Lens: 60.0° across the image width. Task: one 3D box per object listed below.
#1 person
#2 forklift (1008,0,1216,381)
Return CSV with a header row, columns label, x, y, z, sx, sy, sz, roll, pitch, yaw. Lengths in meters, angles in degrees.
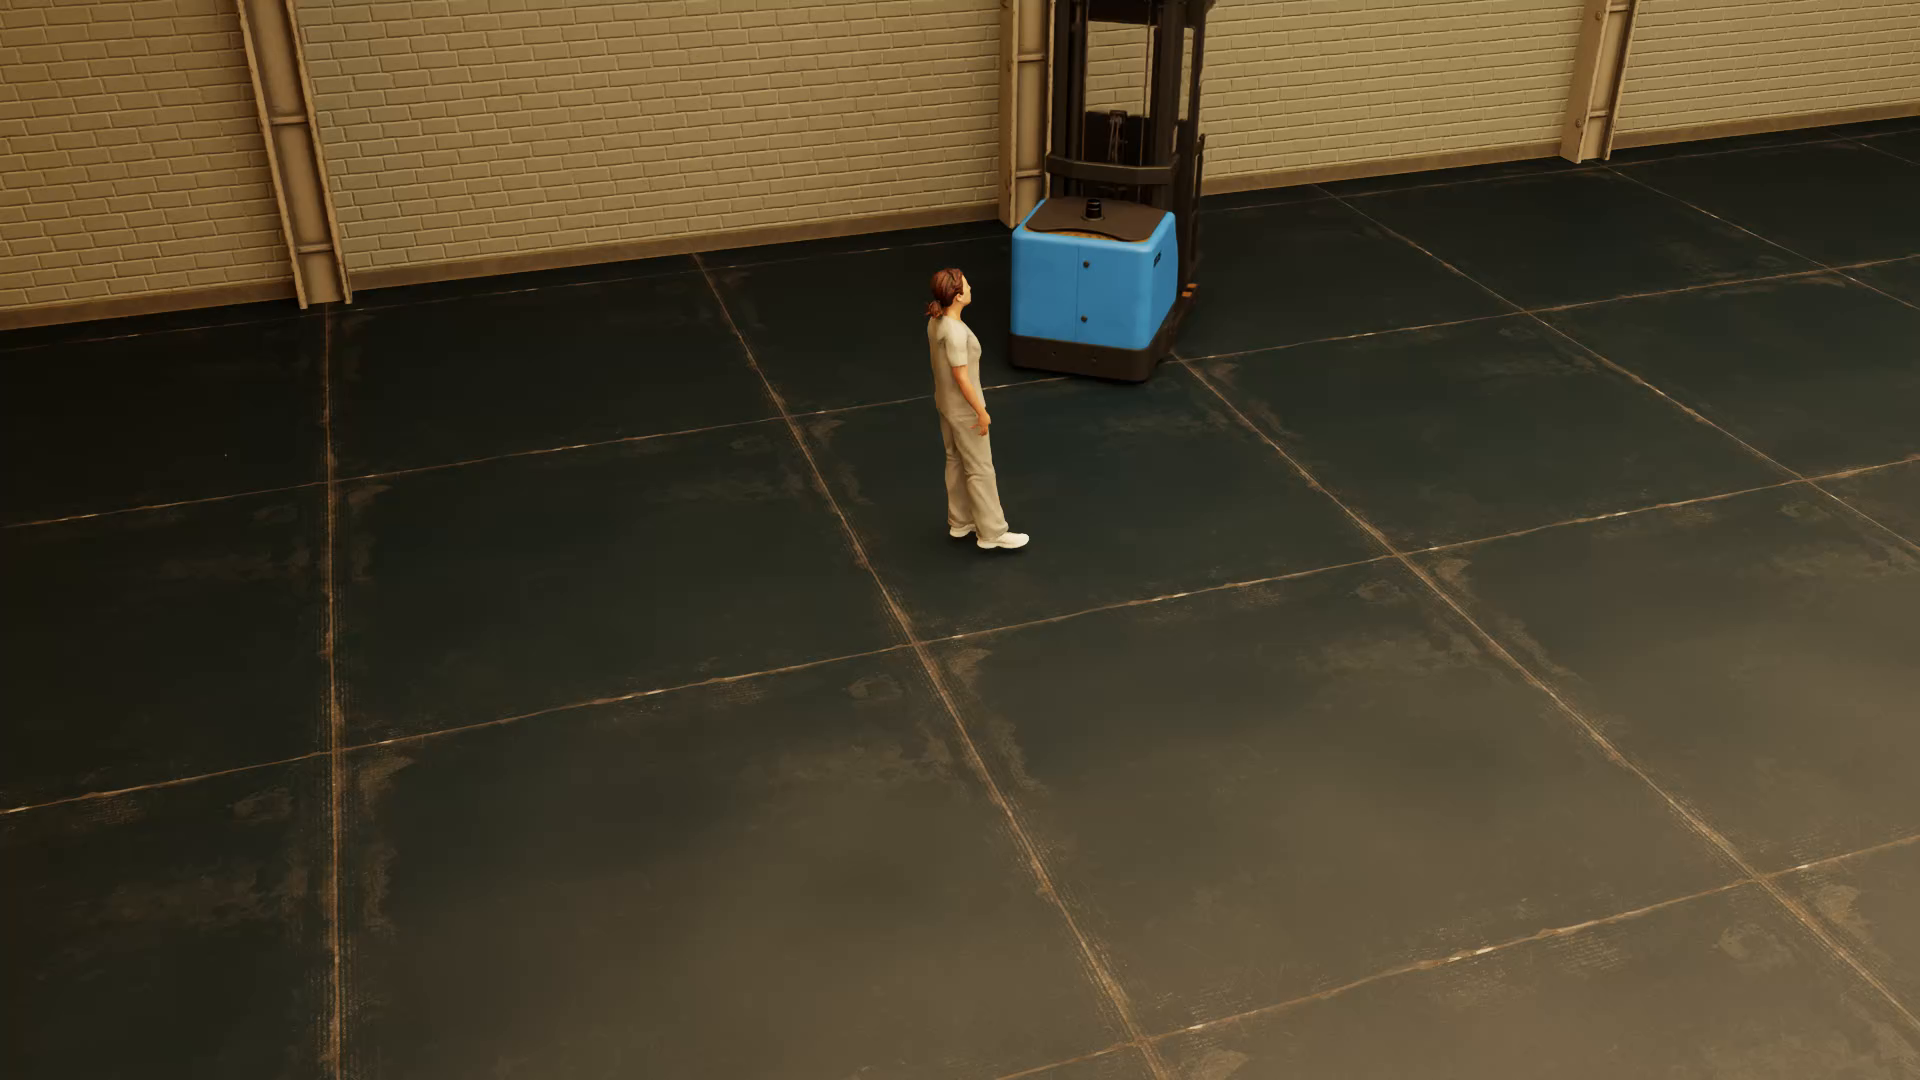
label,x,y,z,sx,sy,sz,roll,pitch,yaw
person,0.074,-0.773,9.594,0.549,1.675,0.550,-10,31,-16
forklift,1.290,-3.122,12.512,1.130,2.935,3.031,9,31,16
